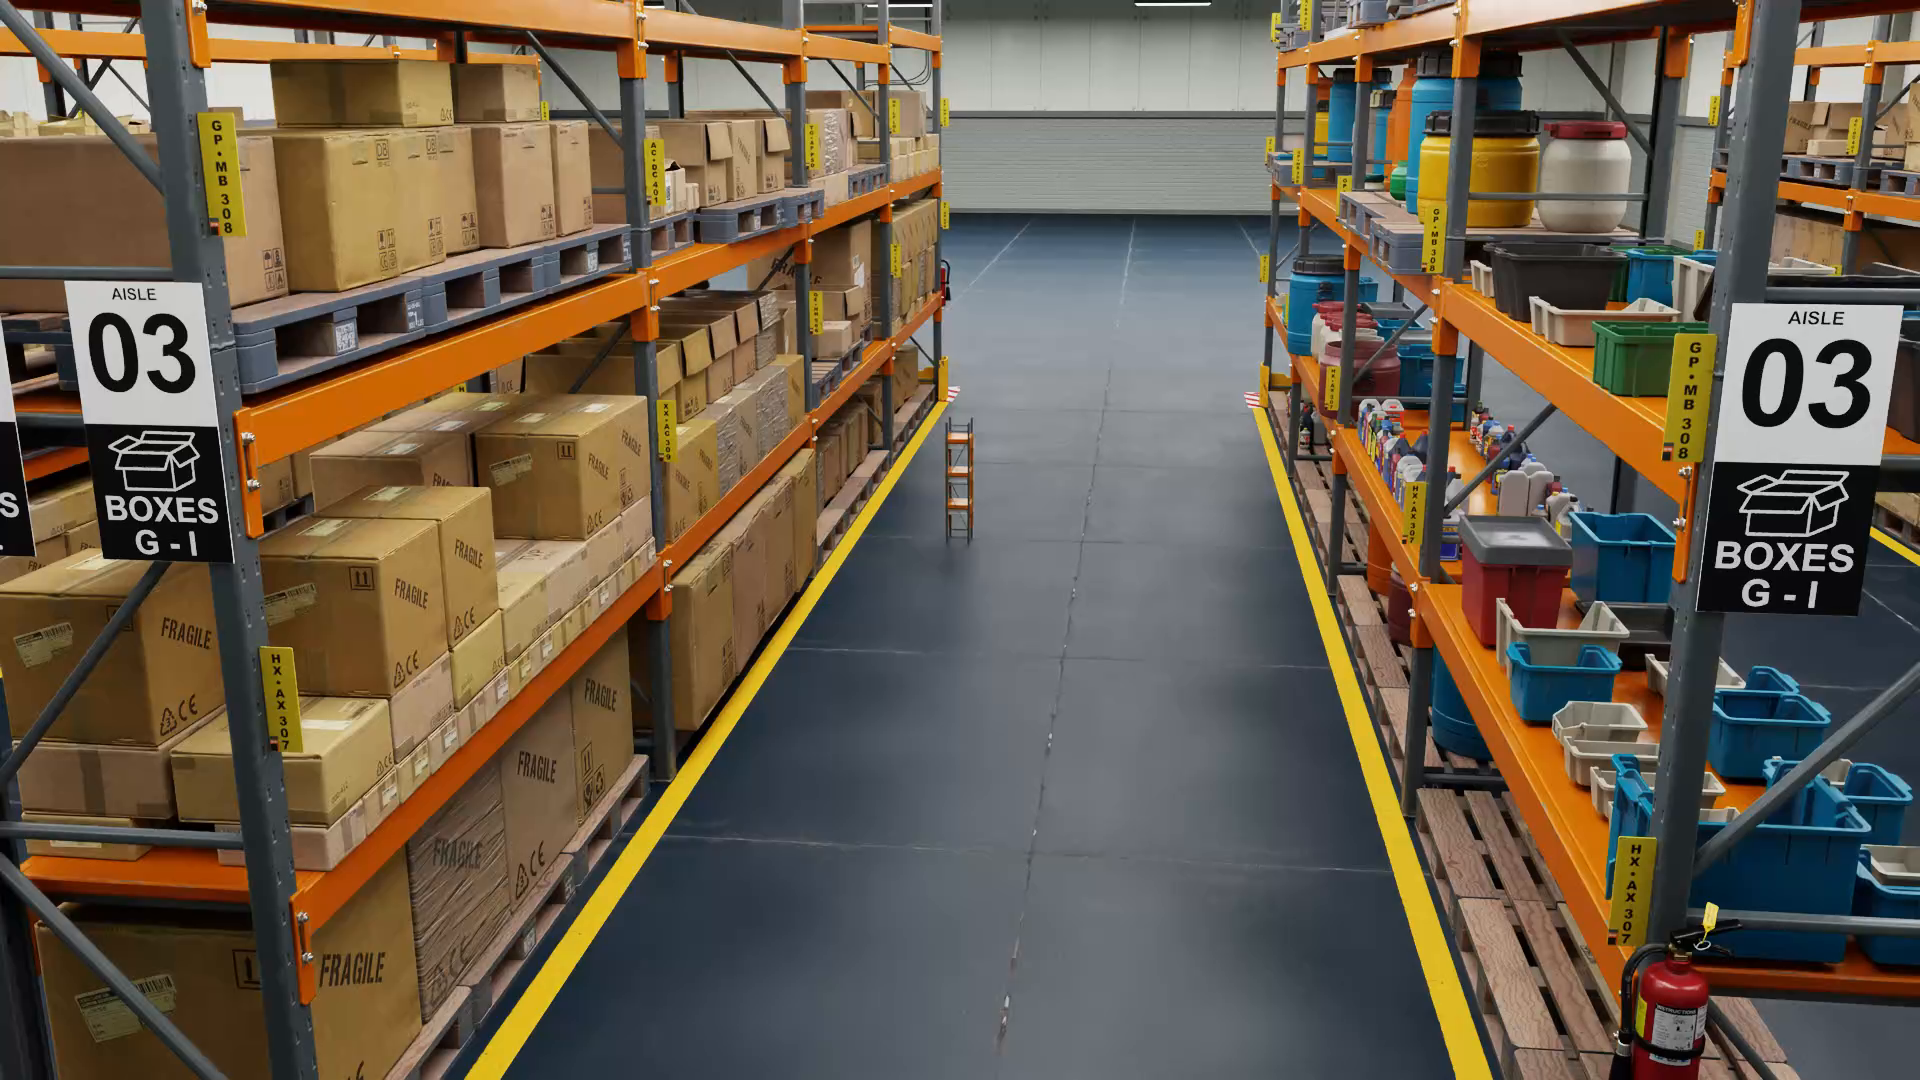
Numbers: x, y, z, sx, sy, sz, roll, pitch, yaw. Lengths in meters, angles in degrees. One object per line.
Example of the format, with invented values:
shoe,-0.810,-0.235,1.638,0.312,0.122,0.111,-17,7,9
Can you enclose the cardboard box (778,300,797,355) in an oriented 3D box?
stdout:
cardboard box,-1.650,-1.708,13.734,0.700,0.500,0.500,4,16,15

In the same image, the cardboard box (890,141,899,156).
cardboard box,-0.826,-3.989,16.946,0.380,0.149,0.250,2,15,7

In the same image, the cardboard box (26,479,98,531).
cardboard box,-6.487,-0.250,11.888,0.500,0.250,0.500,2,15,8

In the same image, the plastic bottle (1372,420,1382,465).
plastic bottle,2.778,-0.649,11.041,0.061,0.283,0.133,2,15,6

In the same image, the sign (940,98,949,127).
sign,-0.183,-5.096,19.820,0.100,0.325,0.005,2,15,6

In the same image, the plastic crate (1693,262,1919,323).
plastic crate,2.830,-0.753,5.573,0.504,0.338,0.767,2,15,6

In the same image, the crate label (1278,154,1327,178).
crate label,3.650,-3.997,17.736,0.502,0.251,0.408,2,15,6

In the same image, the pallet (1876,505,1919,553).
pallet,8.480,-0.057,13.967,1.003,0.211,1.213,2,15,6

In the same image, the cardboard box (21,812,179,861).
cardboard box,-2.824,0.926,5.470,0.380,0.149,0.250,2,15,7

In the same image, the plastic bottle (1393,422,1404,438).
plastic bottle,2.991,-0.704,11.401,0.097,0.201,0.097,0,15,0

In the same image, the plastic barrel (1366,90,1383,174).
plastic barrel,3.823,-3.441,14.435,0.600,0.901,0.600,0,15,0

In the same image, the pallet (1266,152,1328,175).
pallet,3.999,-4.242,18.718,1.003,0.211,1.213,2,15,6

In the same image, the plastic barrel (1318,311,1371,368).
plastic barrel,3.329,-1.693,14.415,0.433,0.535,0.433,0,15,0

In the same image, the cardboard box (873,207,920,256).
cardboard box,-0.723,-3.378,18.232,0.500,0.500,0.500,2,15,6

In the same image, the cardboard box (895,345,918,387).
cardboard box,-0.819,-2.077,20.081,0.500,0.500,0.500,5,16,17

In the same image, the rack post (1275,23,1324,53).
rack post,3.978,-5.559,18.438,0.937,0.300,0.954,3,15,12

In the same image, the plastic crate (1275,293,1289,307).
plastic crate,3.769,-2.747,19.078,0.298,0.136,0.250,2,15,6

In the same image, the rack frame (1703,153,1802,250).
rack frame,9.111,-2.950,19.324,1.000,3.000,0.127,2,15,6

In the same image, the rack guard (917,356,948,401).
rack guard,-0.740,-2.016,20.660,1.175,0.500,0.348,2,15,6

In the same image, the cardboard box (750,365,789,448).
cardboard box,-1.506,-0.951,11.743,0.500,0.500,0.500,2,15,6

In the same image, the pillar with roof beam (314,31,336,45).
pillar with roof beam,-10.176,-10.963,37.467,9.100,9.000,0.400,2,15,6

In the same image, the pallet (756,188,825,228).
pallet,-1.655,-2.356,11.743,1.213,0.211,1.003,2,15,9

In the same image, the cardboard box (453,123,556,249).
cardboard box,-2.180,-1.533,7.152,0.700,0.500,0.500,2,15,9

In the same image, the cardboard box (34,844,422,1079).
cardboard box,-2.545,1.562,5.905,0.875,0.875,0.875,2,15,6

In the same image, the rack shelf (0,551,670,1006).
rack shelf,-2.312,0.736,7.072,1.077,0.370,4.000,2,15,6

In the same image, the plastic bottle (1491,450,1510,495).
plastic bottle,3.316,-0.415,10.198,0.097,0.271,0.097,0,15,0

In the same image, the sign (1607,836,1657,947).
sign,1.836,0.962,4.544,0.100,0.325,0.005,2,15,6

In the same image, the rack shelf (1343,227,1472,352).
rack shelf,3.061,-1.604,9.978,1.077,0.370,4.000,2,15,6

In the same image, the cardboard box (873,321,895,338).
cardboard box,-0.860,-2.131,16.776,0.380,0.149,0.250,2,15,6

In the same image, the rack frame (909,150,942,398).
rack frame,-0.732,-3.242,20.407,1.000,3.000,0.127,2,15,6

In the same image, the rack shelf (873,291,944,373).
rack shelf,-0.958,-2.376,18.582,1.077,0.370,4.000,2,15,6

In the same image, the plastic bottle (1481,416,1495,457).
plastic bottle,3.586,-0.702,11.260,0.097,0.271,0.097,0,15,0

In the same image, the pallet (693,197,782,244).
pallet,-1.778,-2.066,10.670,1.003,0.211,1.213,2,15,9

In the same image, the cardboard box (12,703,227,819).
cardboard box,-2.746,0.703,5.535,0.500,0.250,0.500,1,15,5

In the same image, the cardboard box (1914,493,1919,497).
cardboard box,8.193,-0.560,13.874,0.500,0.311,0.500,2,15,8

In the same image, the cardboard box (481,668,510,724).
cardboard box,-2.027,0.613,6.631,0.380,0.149,0.250,2,15,6

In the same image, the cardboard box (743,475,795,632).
cardboard box,-1.841,0.065,11.442,1.225,0.875,0.875,2,15,6

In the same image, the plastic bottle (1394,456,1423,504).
plastic bottle,2.698,-0.357,9.972,0.152,0.276,0.135,2,15,6

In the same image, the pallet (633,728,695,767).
pallet,-2.074,1.014,10.009,1.003,0.211,1.213,2,15,6

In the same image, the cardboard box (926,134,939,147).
cardboard box,-0.453,-4.729,19.683,0.380,0.149,0.250,2,15,6

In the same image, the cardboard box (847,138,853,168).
cardboard box,-1.190,-3.544,15.229,0.396,0.266,0.258,2,15,8

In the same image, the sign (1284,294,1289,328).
sign,3.193,-2.212,16.065,0.100,0.325,0.005,2,15,6

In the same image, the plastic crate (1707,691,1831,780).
plastic crate,2.888,0.709,5.999,0.416,0.233,0.300,2,15,6

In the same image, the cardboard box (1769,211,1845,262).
cardboard box,8.929,-3.222,17.656,0.700,0.500,0.500,2,15,6

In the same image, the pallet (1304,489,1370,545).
pallet,3.553,-0.191,14.464,1.003,0.211,1.213,2,15,6

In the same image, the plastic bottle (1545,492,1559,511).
plastic bottle,3.370,-0.172,9.432,0.097,0.201,0.097,0,15,0

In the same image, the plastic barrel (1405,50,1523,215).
plastic barrel,2.876,-2.324,9.499,0.600,0.901,0.708,2,15,6

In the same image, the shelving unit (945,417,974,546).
shelving unit,-0.006,-0.493,13.974,0.215,1.050,0.252,2,15,6

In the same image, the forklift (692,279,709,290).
forklift,-3.165,-1.940,15.722,1.130,2.935,3.031,14,20,41

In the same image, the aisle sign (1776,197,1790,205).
aisle sign,9.410,-4.213,19.016,0.394,0.787,0.004,2,15,6

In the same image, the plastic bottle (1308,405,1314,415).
plastic bottle,3.687,-1.273,17.484,0.061,0.283,0.133,2,15,6

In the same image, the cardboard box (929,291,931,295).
cardboard box,-0.559,-3.041,20.144,0.380,0.149,0.250,2,15,6

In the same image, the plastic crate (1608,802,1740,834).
plastic crate,2.296,0.935,5.349,0.396,0.136,0.243,2,15,6

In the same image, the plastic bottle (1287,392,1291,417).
plastic bottle,3.632,-1.478,18.244,0.061,0.283,0.133,2,15,7

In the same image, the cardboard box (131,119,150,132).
cardboard box,-10.323,-5.150,20.667,0.380,0.149,0.250,2,15,7

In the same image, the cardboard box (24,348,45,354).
cardboard box,-6.299,-1.233,11.511,0.380,0.149,0.250,2,15,9

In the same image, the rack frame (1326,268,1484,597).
rack frame,3.287,-1.022,12.194,1.000,3.000,0.127,2,15,6
